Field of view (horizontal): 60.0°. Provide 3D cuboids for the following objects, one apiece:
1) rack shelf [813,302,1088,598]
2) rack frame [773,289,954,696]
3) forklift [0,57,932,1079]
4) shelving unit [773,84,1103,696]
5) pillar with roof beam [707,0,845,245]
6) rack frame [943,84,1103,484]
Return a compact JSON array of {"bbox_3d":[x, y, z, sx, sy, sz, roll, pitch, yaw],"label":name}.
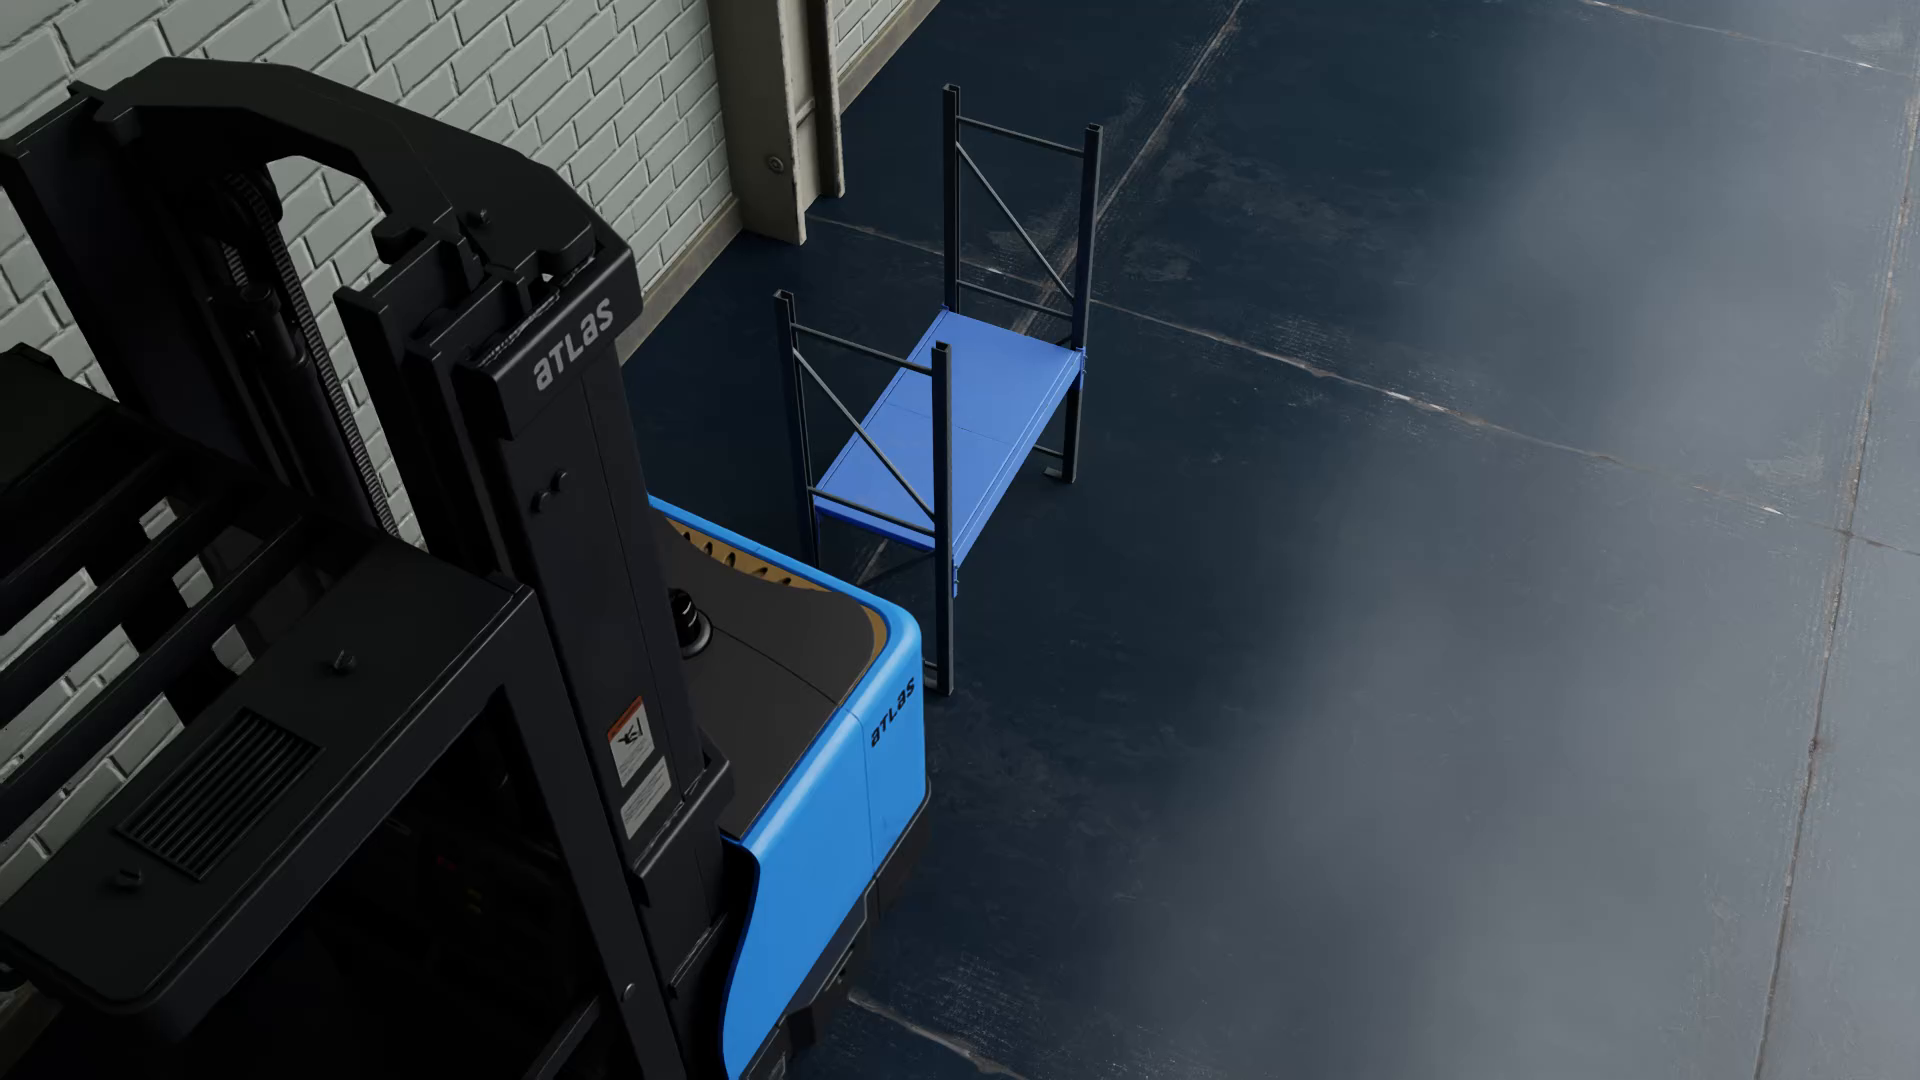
[{"bbox_3d":[-0.036,-0.311,5.266,0.538,0.185,1.000,20,52,16],"label":"rack shelf"},{"bbox_3d":[-0.254,-0.077,4.831,0.500,1.500,0.032,20,52,16],"label":"rack frame"},{"bbox_3d":[-1.241,0.739,3.196,1.130,2.935,3.031,23,53,18],"label":"forklift"},{"bbox_3d":[-0.036,-0.427,5.129,0.538,1.500,1.048,20,52,16],"label":"shelving unit"},{"bbox_3d":[3.188,-2.900,2.309,9.100,9.000,0.400,20,52,16],"label":"pillar with roof beam"},{"bbox_3d":[0.181,-0.777,5.427,0.500,1.500,0.032,20,52,16],"label":"rack frame"}]
